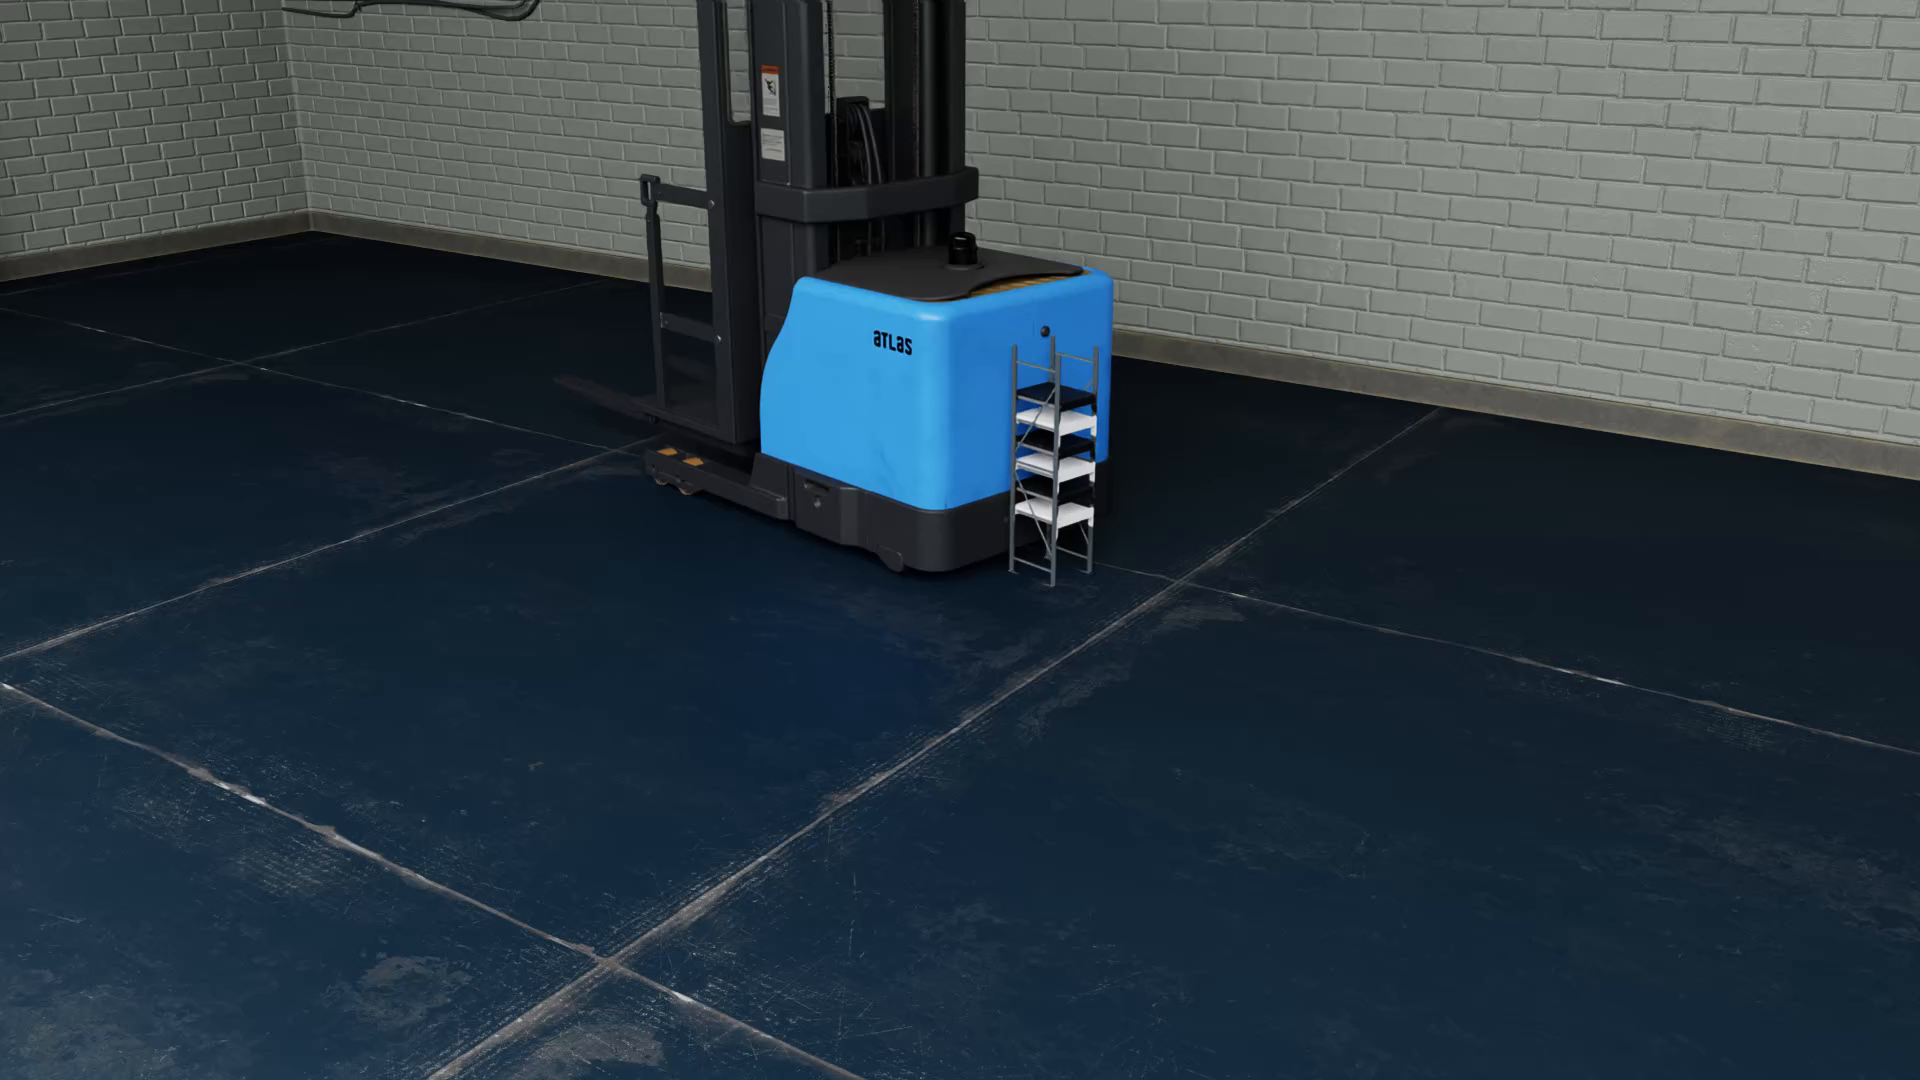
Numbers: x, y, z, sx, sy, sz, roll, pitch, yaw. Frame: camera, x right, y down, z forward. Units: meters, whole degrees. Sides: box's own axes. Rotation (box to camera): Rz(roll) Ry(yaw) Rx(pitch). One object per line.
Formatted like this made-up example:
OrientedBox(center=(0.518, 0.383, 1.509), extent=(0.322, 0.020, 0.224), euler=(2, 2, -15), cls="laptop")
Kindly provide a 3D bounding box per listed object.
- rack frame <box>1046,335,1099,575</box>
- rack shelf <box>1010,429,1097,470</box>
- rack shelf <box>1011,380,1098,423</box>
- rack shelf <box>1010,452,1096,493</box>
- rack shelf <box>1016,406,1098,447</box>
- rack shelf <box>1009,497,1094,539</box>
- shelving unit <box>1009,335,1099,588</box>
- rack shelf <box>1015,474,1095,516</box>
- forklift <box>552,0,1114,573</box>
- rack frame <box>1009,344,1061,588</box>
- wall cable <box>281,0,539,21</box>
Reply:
OrientedBox(center=(0.424, -0.319, 6.328), extent=(0.006, 0.900, 0.240), euler=(-18, 27, -40), cls="rack frame")
OrientedBox(center=(0.350, -0.348, 6.243), extent=(0.200, 0.077, 0.258), euler=(-18, 27, -40), cls="rack shelf")
OrientedBox(center=(0.351, -0.516, 6.180), extent=(0.200, 0.077, 0.258), euler=(-18, 27, -40), cls="rack shelf")
OrientedBox(center=(0.350, -0.263, 6.274), extent=(0.200, 0.077, 0.258), euler=(-18, 27, -40), cls="rack shelf")
OrientedBox(center=(0.350, -0.432, 6.211), extent=(0.200, 0.077, 0.258), euler=(-18, 27, -40), cls="rack shelf")
OrientedBox(center=(0.349, -0.095, 6.337), extent=(0.200, 0.077, 0.258), euler=(-18, 27, -40), cls="rack shelf")
OrientedBox(center=(0.350, -0.295, 6.263), extent=(0.210, 0.900, 0.258), euler=(-18, 27, -40), cls="shelving unit")
OrientedBox(center=(0.350, -0.179, 6.306), extent=(0.200, 0.077, 0.258), euler=(-18, 27, -40), cls="rack shelf")
OrientedBox(center=(-0.759, -1.677, 7.075), extent=(1.130, 2.935, 3.031), euler=(-18, 27, -40), cls="forklift")
OrientedBox(center=(0.276, -0.270, 6.197), extent=(0.006, 0.900, 0.240), euler=(-18, 27, -40), cls="rack frame")
OrientedBox(center=(-4.122, -5.010, 11.815), extent=(3.097, 2.526, 0.112), euler=(13, 24, 32), cls="wall cable")
